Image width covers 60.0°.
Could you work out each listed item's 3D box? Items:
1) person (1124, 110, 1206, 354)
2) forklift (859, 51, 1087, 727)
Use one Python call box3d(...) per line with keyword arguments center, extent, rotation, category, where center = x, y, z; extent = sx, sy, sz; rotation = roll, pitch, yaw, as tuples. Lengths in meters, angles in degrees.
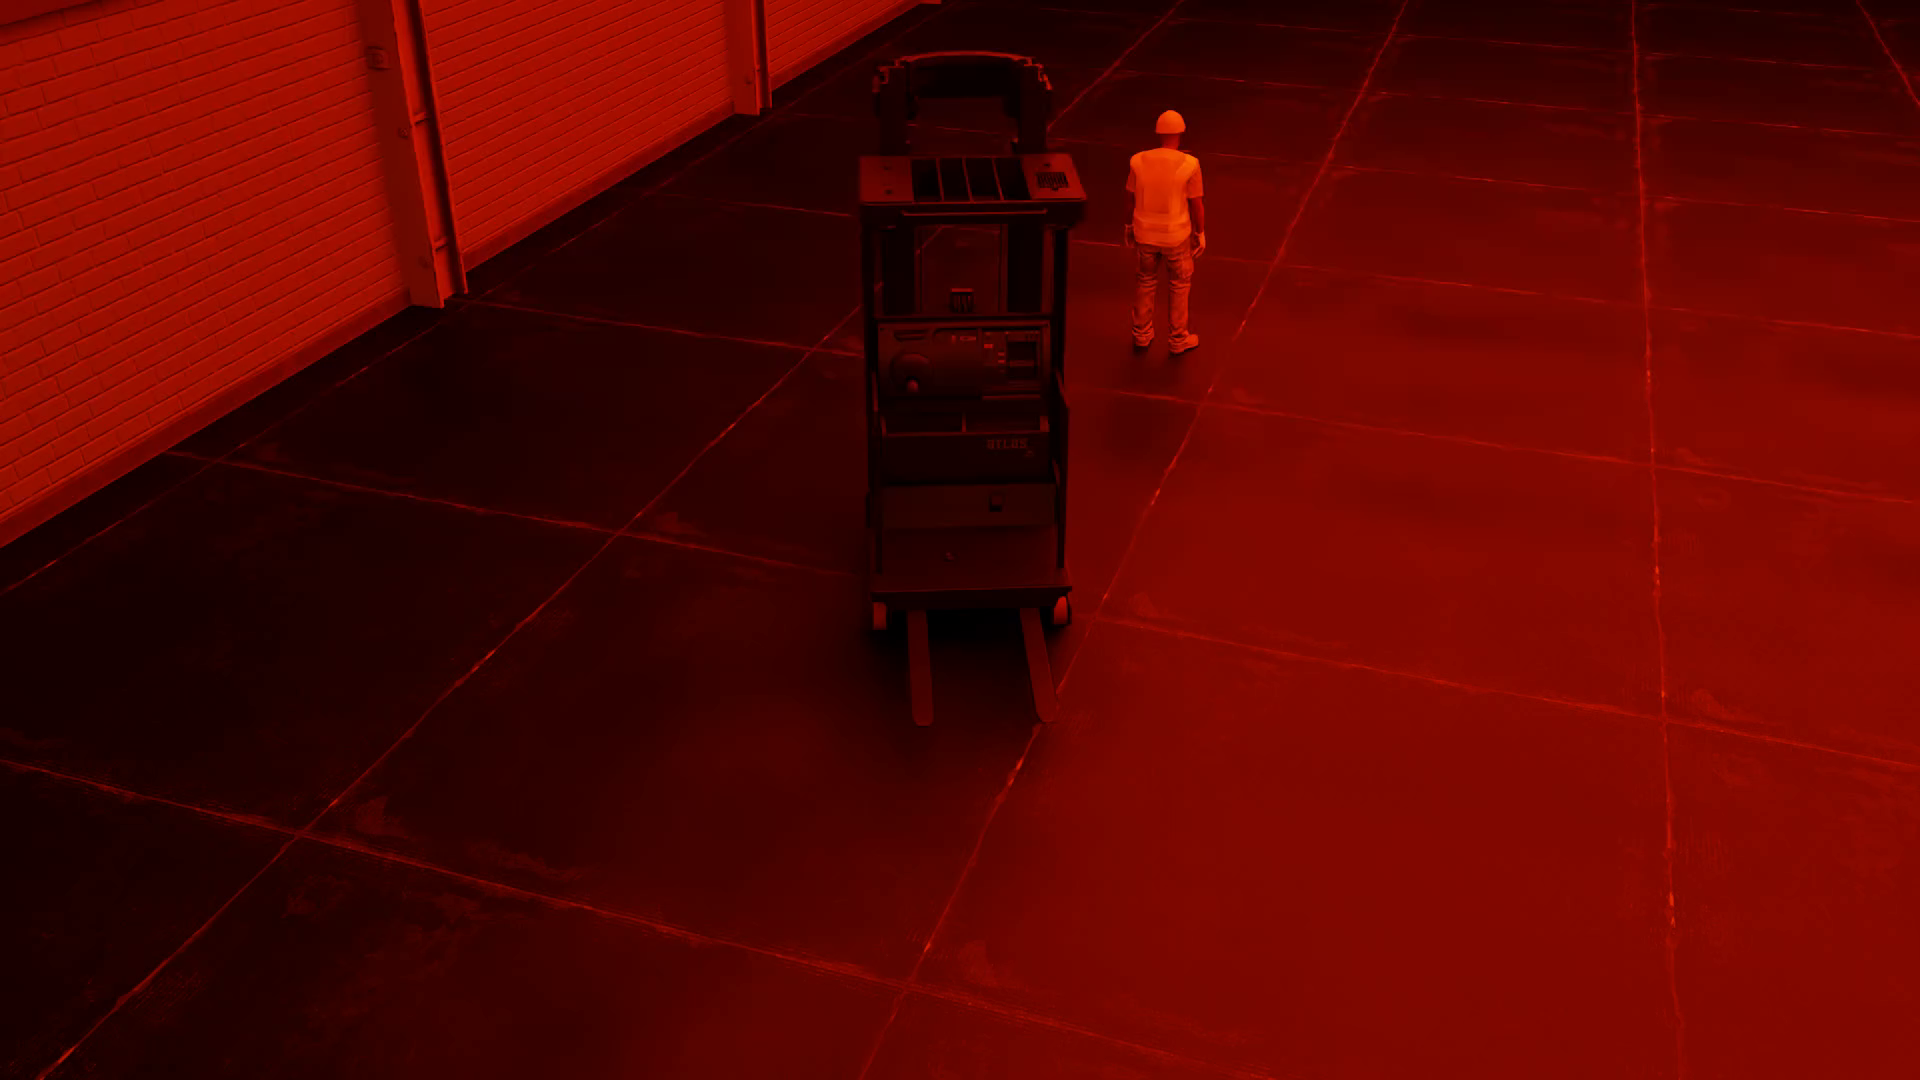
box3d(center=(1.511, -2.266, 12.285), extent=(0.620, 1.773, 0.449), rotation=(13, 32, 22), category="person")
box3d(center=(0.039, -0.935, 8.777), extent=(1.130, 2.935, 3.031), rotation=(-2, 30, -3), category="forklift")
